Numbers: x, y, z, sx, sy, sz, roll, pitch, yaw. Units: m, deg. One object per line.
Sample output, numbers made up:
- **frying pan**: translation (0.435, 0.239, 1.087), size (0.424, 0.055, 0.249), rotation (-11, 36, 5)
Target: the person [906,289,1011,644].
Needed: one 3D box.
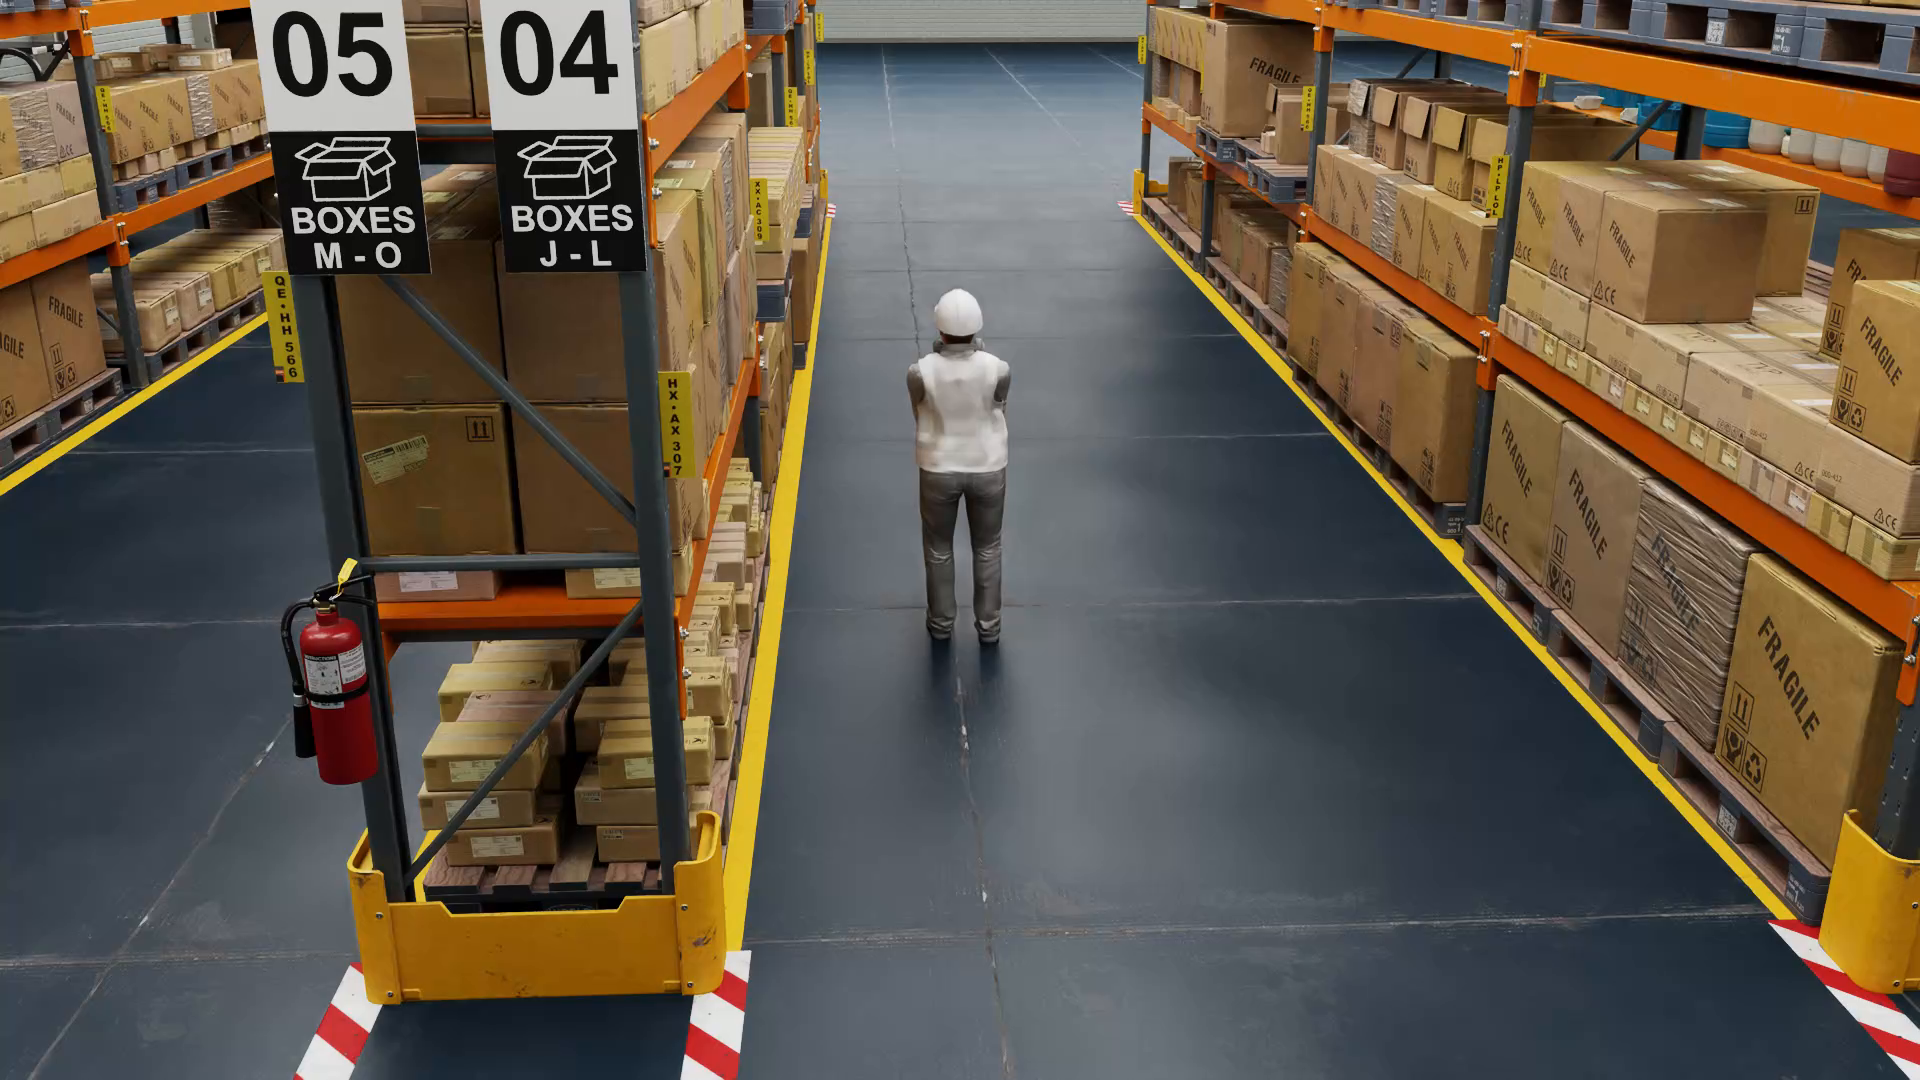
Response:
- **person**: translation (-0.011, -0.373, 8.065), size (0.494, 1.762, 0.554), rotation (-1, 20, -3)
